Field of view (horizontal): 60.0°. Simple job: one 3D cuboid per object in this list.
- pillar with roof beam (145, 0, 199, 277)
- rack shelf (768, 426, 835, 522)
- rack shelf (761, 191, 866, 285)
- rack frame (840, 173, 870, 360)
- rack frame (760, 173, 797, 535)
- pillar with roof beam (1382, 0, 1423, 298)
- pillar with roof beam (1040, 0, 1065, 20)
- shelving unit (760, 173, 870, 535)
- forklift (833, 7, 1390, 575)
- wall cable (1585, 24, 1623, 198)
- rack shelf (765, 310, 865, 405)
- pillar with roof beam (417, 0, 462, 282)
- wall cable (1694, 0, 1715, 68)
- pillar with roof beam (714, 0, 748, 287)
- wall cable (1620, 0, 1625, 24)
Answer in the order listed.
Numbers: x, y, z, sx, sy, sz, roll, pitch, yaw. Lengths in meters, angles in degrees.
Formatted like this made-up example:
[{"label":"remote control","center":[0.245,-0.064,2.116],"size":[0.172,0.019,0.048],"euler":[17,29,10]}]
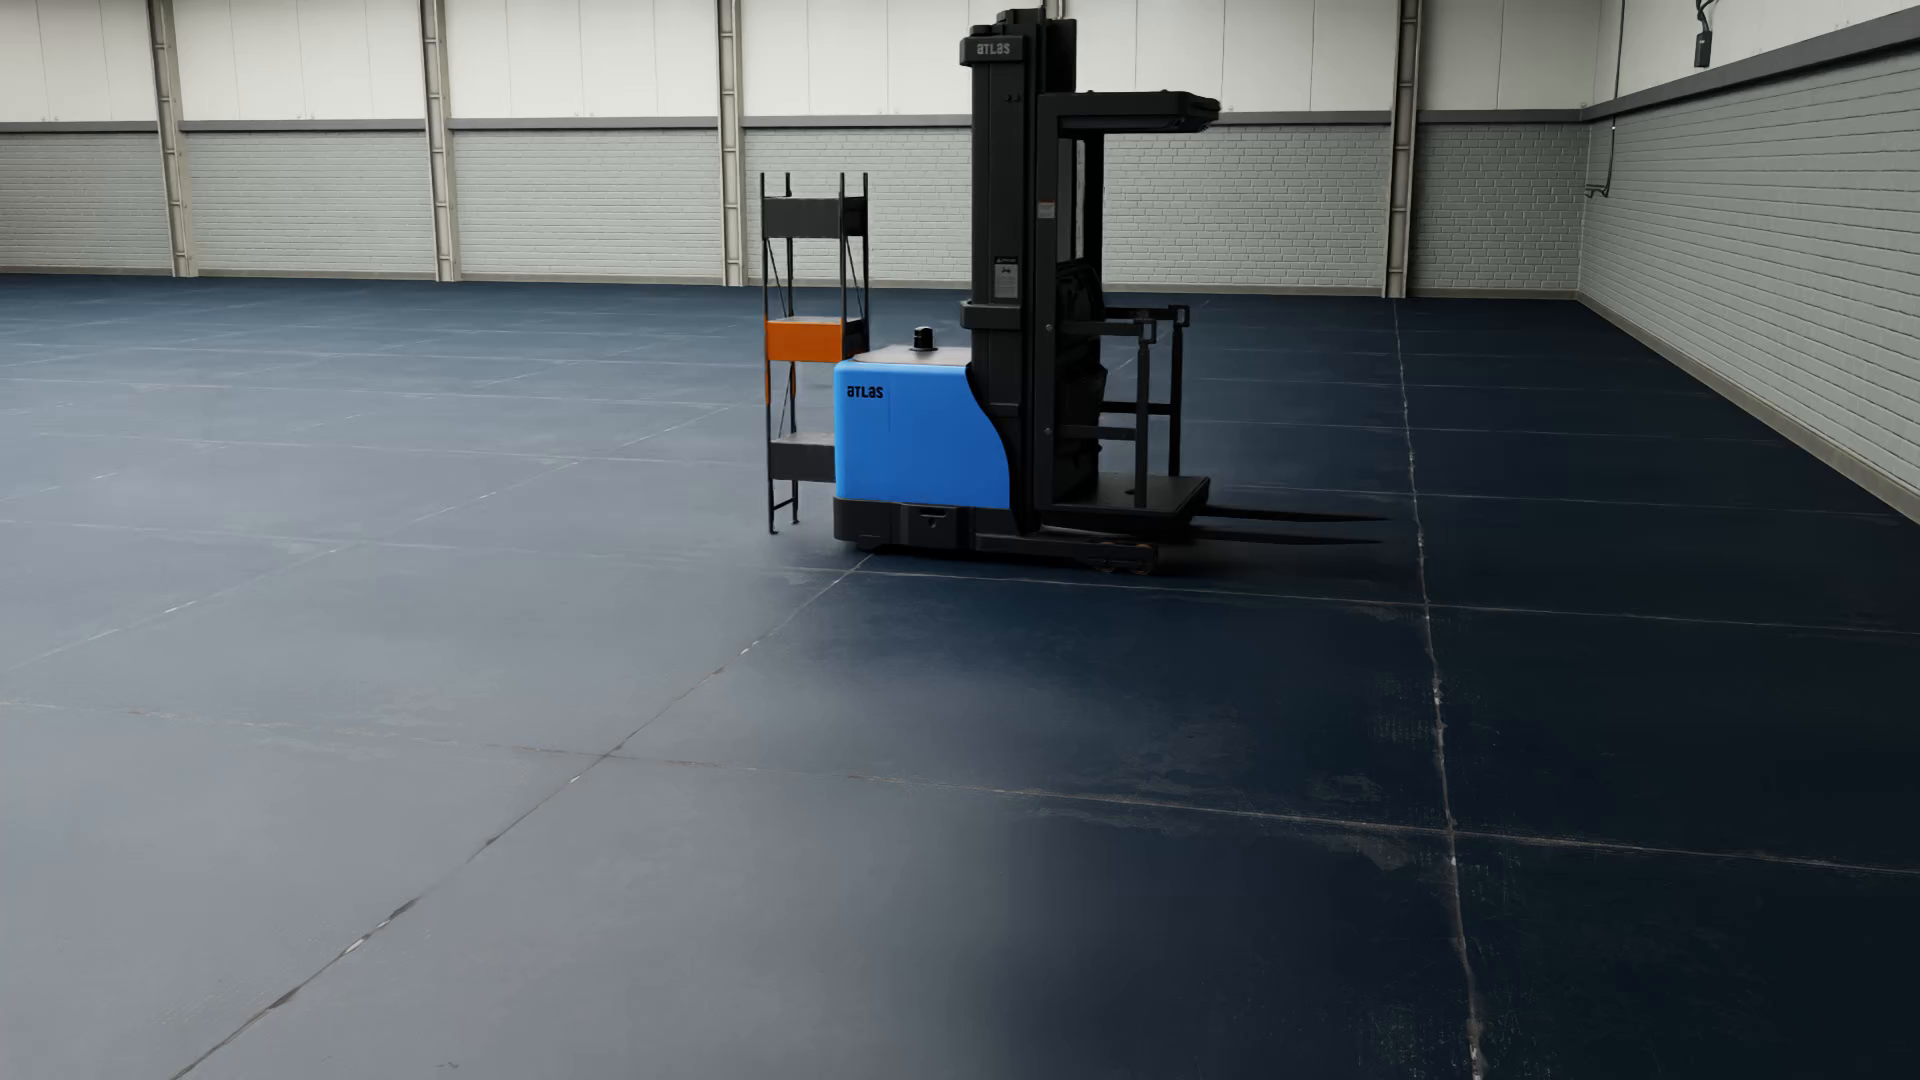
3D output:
[{"label":"pillar with roof beam","center":[-16.903,-8.894,29.046],"size":[0.400,9.000,9.100],"euler":[3,13,14]},{"label":"rack shelf","center":[-0.837,-0.385,9.917],"size":[0.480,0.518,0.431],"euler":[4,13,17]},{"label":"rack shelf","center":[-0.837,-1.752,9.614],"size":[0.480,0.518,0.431],"euler":[4,13,17]},{"label":"rack frame","center":[-0.604,-1.066,9.691],"size":[0.015,2.100,0.400],"euler":[4,13,17]},{"label":"rack frame","center":[-1.069,-1.098,9.834],"size":[0.015,2.100,0.400],"euler":[4,13,17]},{"label":"pillar with roof beam","center":[6.397,-7.649,23.433],"size":[0.400,9.000,9.100],"euler":[3,13,14]},{"label":"pillar with roof beam","center":[0.572,-7.960,24.836],"size":[0.400,9.000,9.100],"euler":[3,13,14]},{"label":"shelving unit","center":[-0.837,-1.082,9.762],"size":[0.503,2.100,0.431],"euler":[4,13,17]},{"label":"forklift","center":[0.855,-1.372,9.152],"size":[3.031,2.935,1.130],"euler":[4,13,17]},{"label":"wall cable","center":[9.972,-6.607,25.907],"size":[0.112,2.526,3.097],"euler":[3,13,14]},{"label":"rack shelf","center":[-0.837,-1.069,9.765],"size":[0.480,0.518,0.431],"euler":[4,13,17]},{"label":"pillar with roof beam","center":[-11.078,-8.583,27.643],"size":[0.400,9.000,9.100],"euler":[3,13,14]},{"label":"wall cable","center":[7.682,-7.788,16.208],"size":[0.169,6.003,2.305],"euler":[3,13,14]},{"label":"pillar with roof beam","center":[-5.253,-8.271,26.239],"size":[0.400,9.000,9.100],"euler":[3,13,14]},{"label":"wall cable","center":[9.324,-8.504,22.796],"size":[0.112,2.526,3.097],"euler":[3,13,14]}]
